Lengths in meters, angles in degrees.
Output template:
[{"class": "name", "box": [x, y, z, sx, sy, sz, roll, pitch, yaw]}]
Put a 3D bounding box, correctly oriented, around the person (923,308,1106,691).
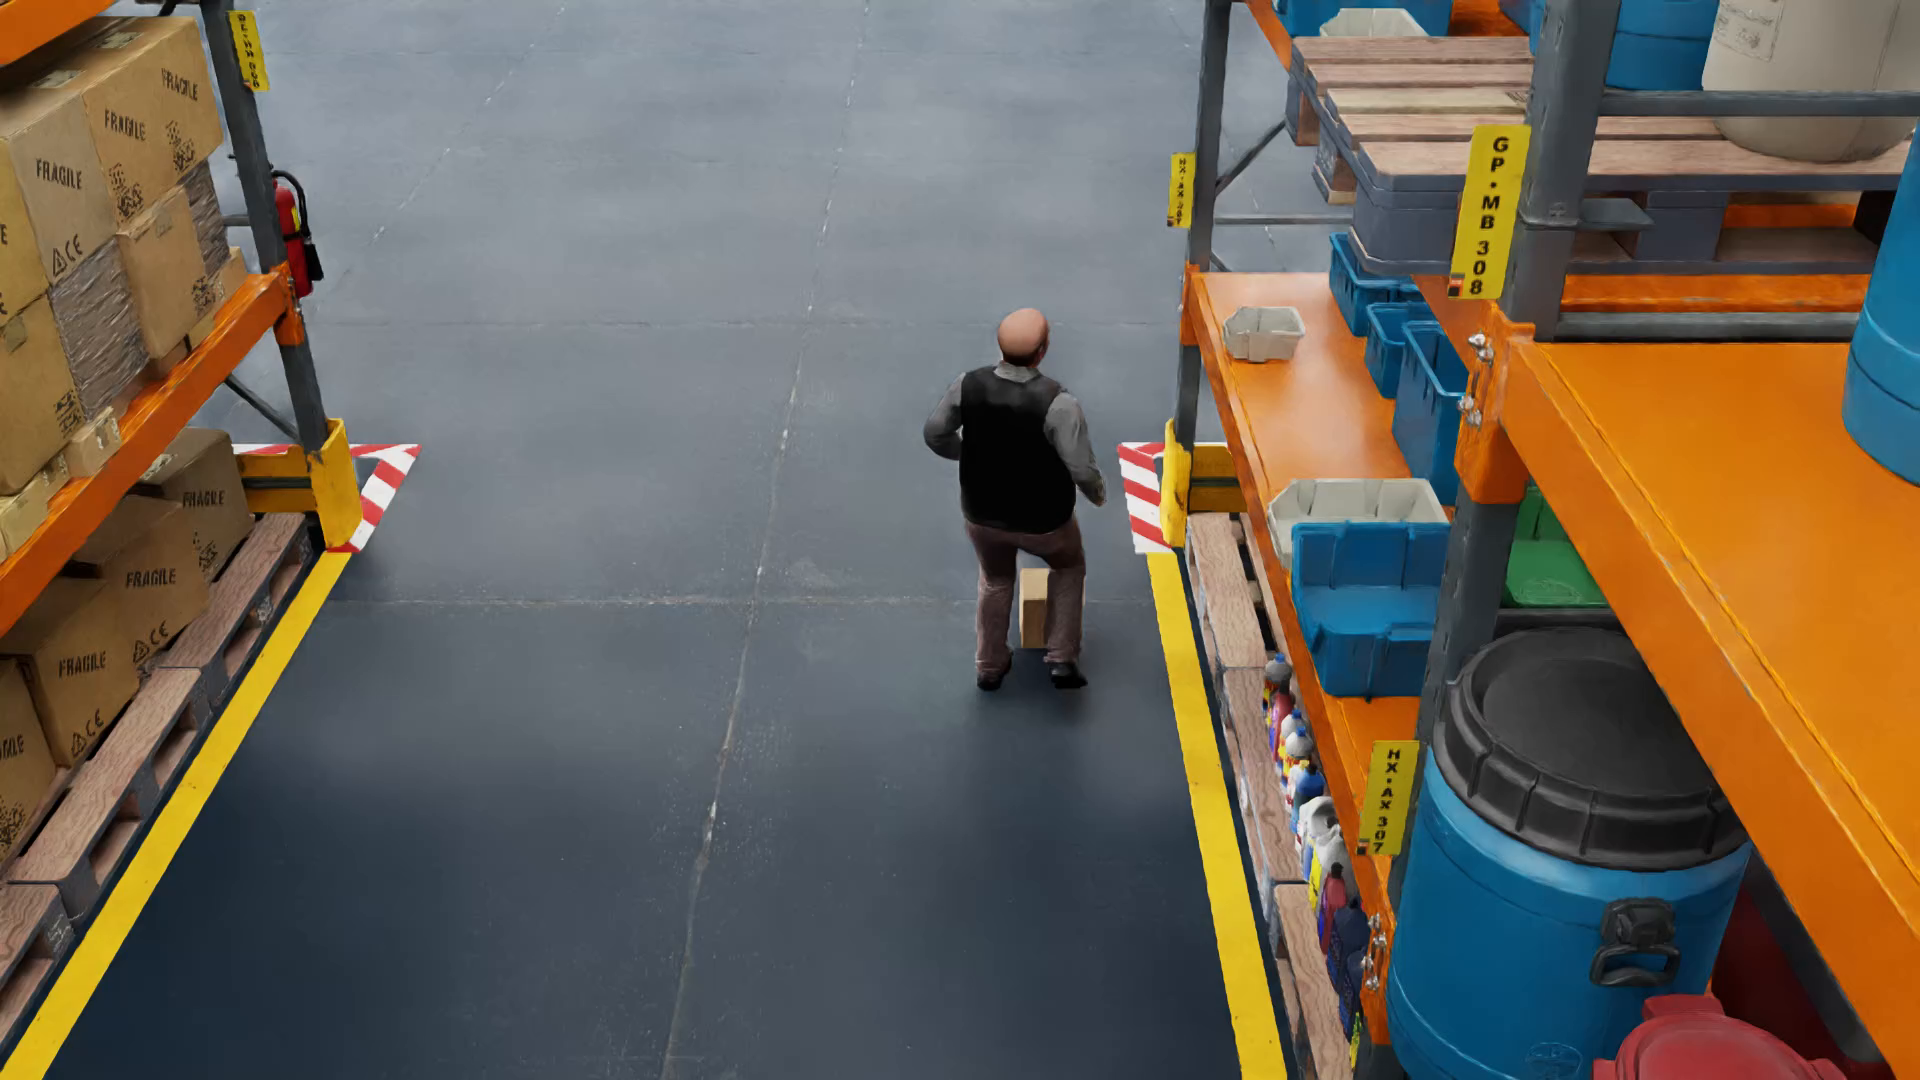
[{"class": "person", "box": [0.225, -0.140, 6.425, 0.710, 1.692, 0.489, 9, 32, 15]}]
